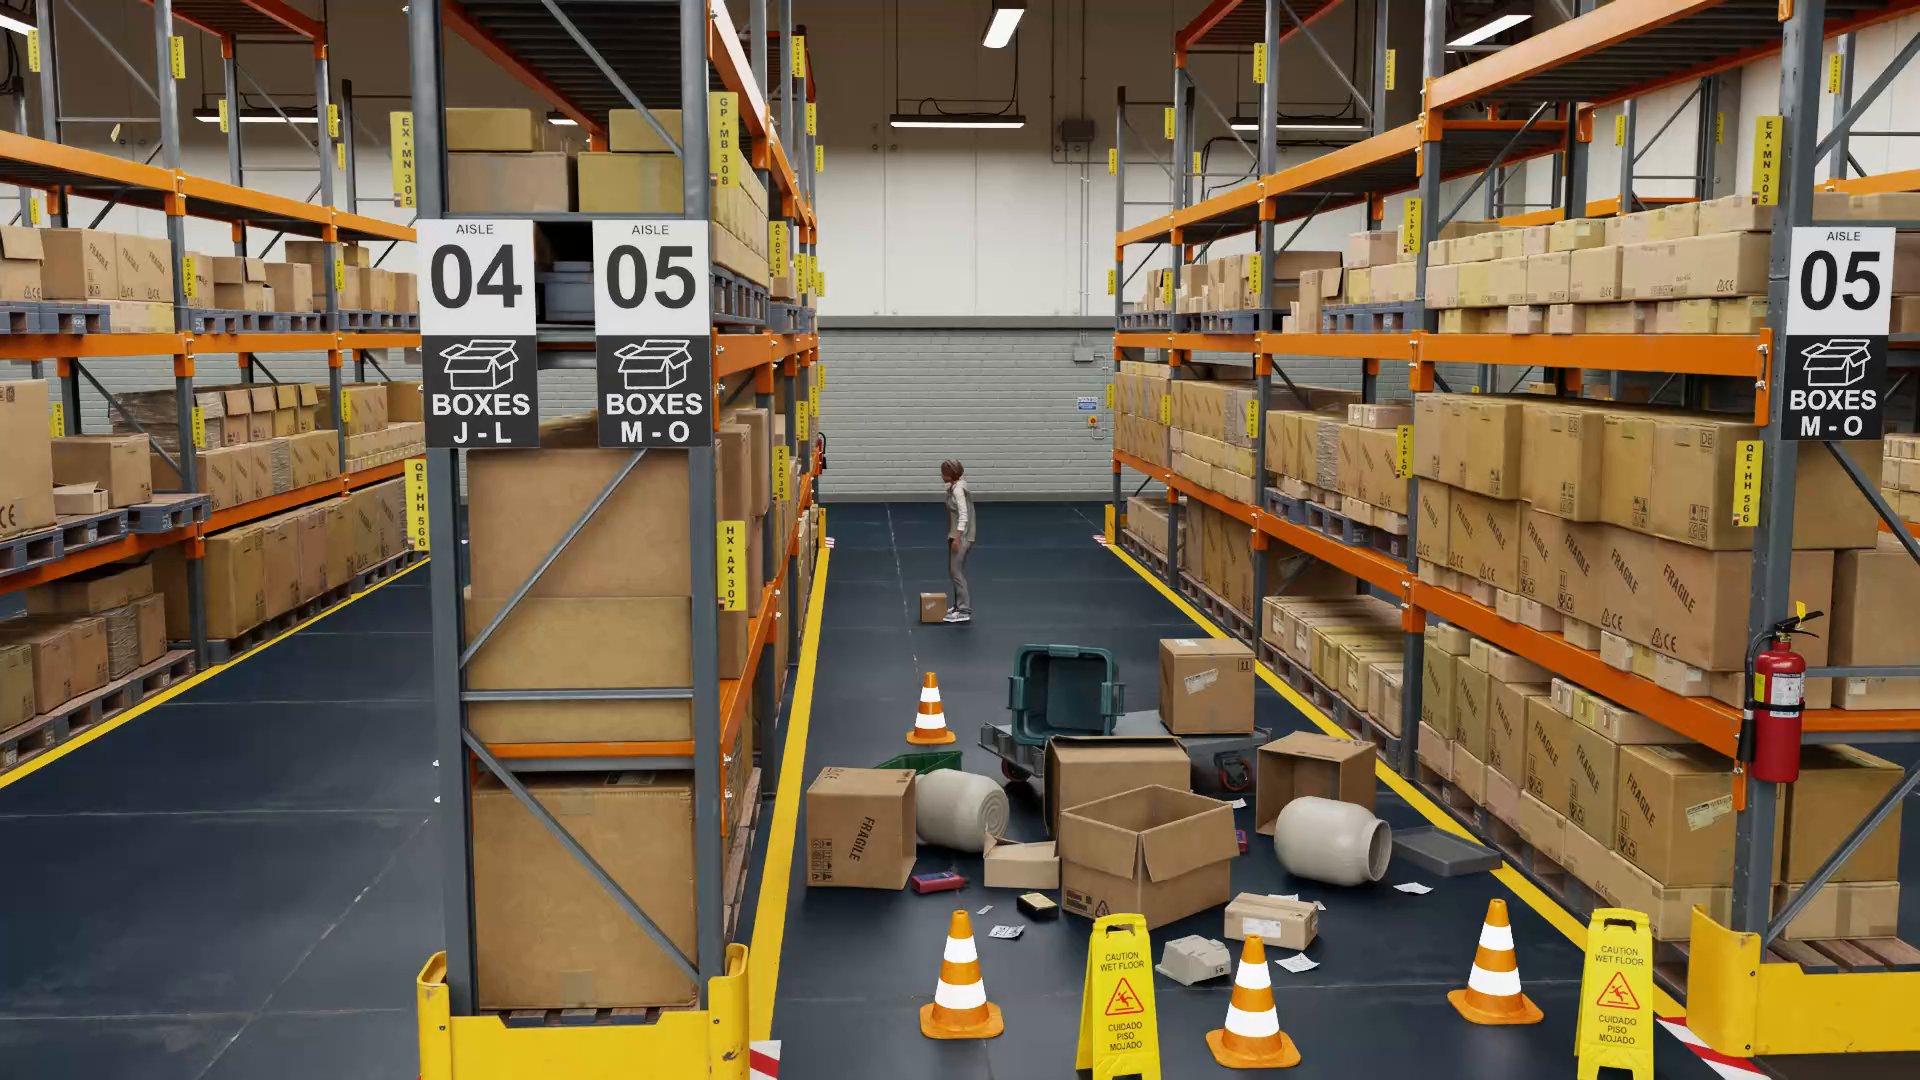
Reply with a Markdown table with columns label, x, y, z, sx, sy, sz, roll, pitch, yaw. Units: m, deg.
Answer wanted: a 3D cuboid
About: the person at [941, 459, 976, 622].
| label | x | y | z | sx | sy | sz | roll | pitch | yaw |
| --- | --- | --- | --- | --- | --- | --- | --- | --- | --- |
| person | -0.021 | -0.004 | 16.331 | 0.341 | 1.594 | 0.482 | -1 | 7 | -6 |
